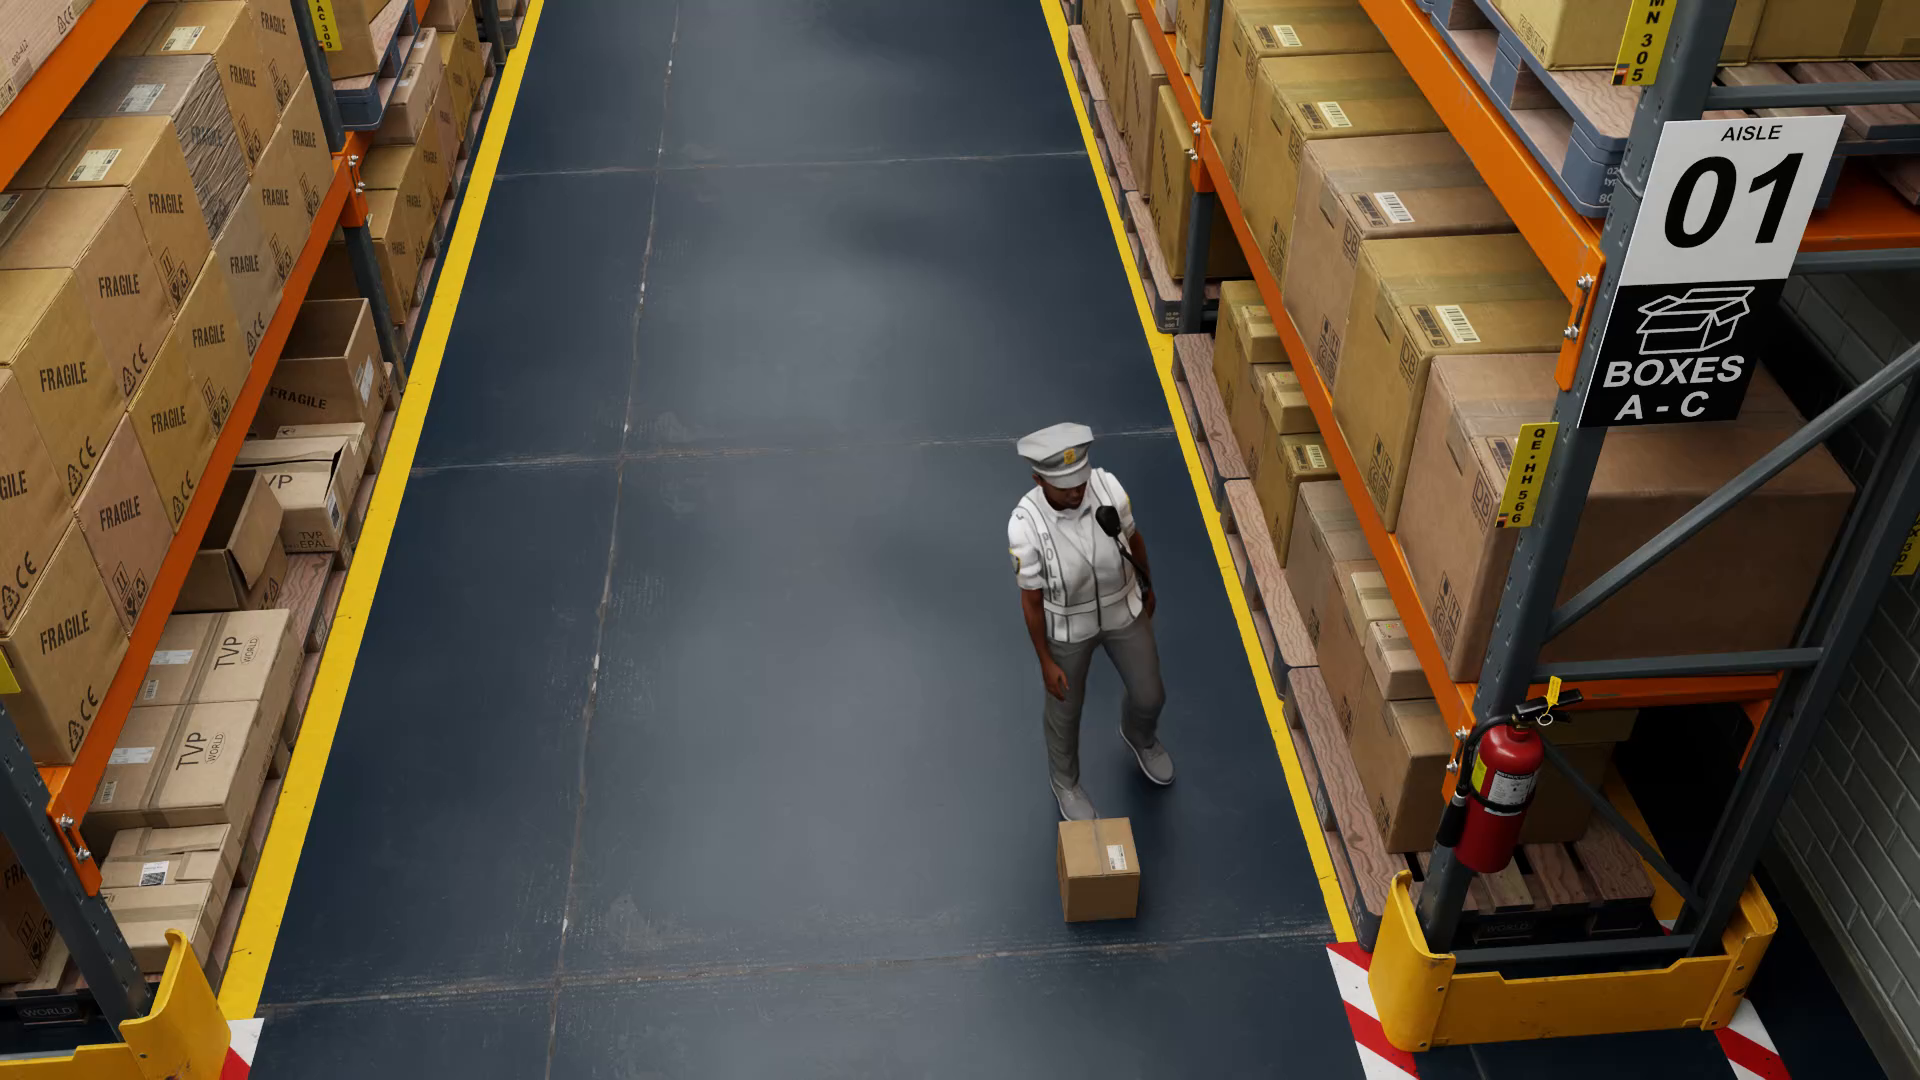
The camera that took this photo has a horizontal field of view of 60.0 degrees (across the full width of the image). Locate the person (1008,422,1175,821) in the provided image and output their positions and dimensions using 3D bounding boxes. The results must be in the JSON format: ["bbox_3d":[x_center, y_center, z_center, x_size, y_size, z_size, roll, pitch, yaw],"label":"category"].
[{"bbox_3d":[0.493,0.294,5.757,0.665,1.680,0.408,-9,40,-10],"label":"person"}]
